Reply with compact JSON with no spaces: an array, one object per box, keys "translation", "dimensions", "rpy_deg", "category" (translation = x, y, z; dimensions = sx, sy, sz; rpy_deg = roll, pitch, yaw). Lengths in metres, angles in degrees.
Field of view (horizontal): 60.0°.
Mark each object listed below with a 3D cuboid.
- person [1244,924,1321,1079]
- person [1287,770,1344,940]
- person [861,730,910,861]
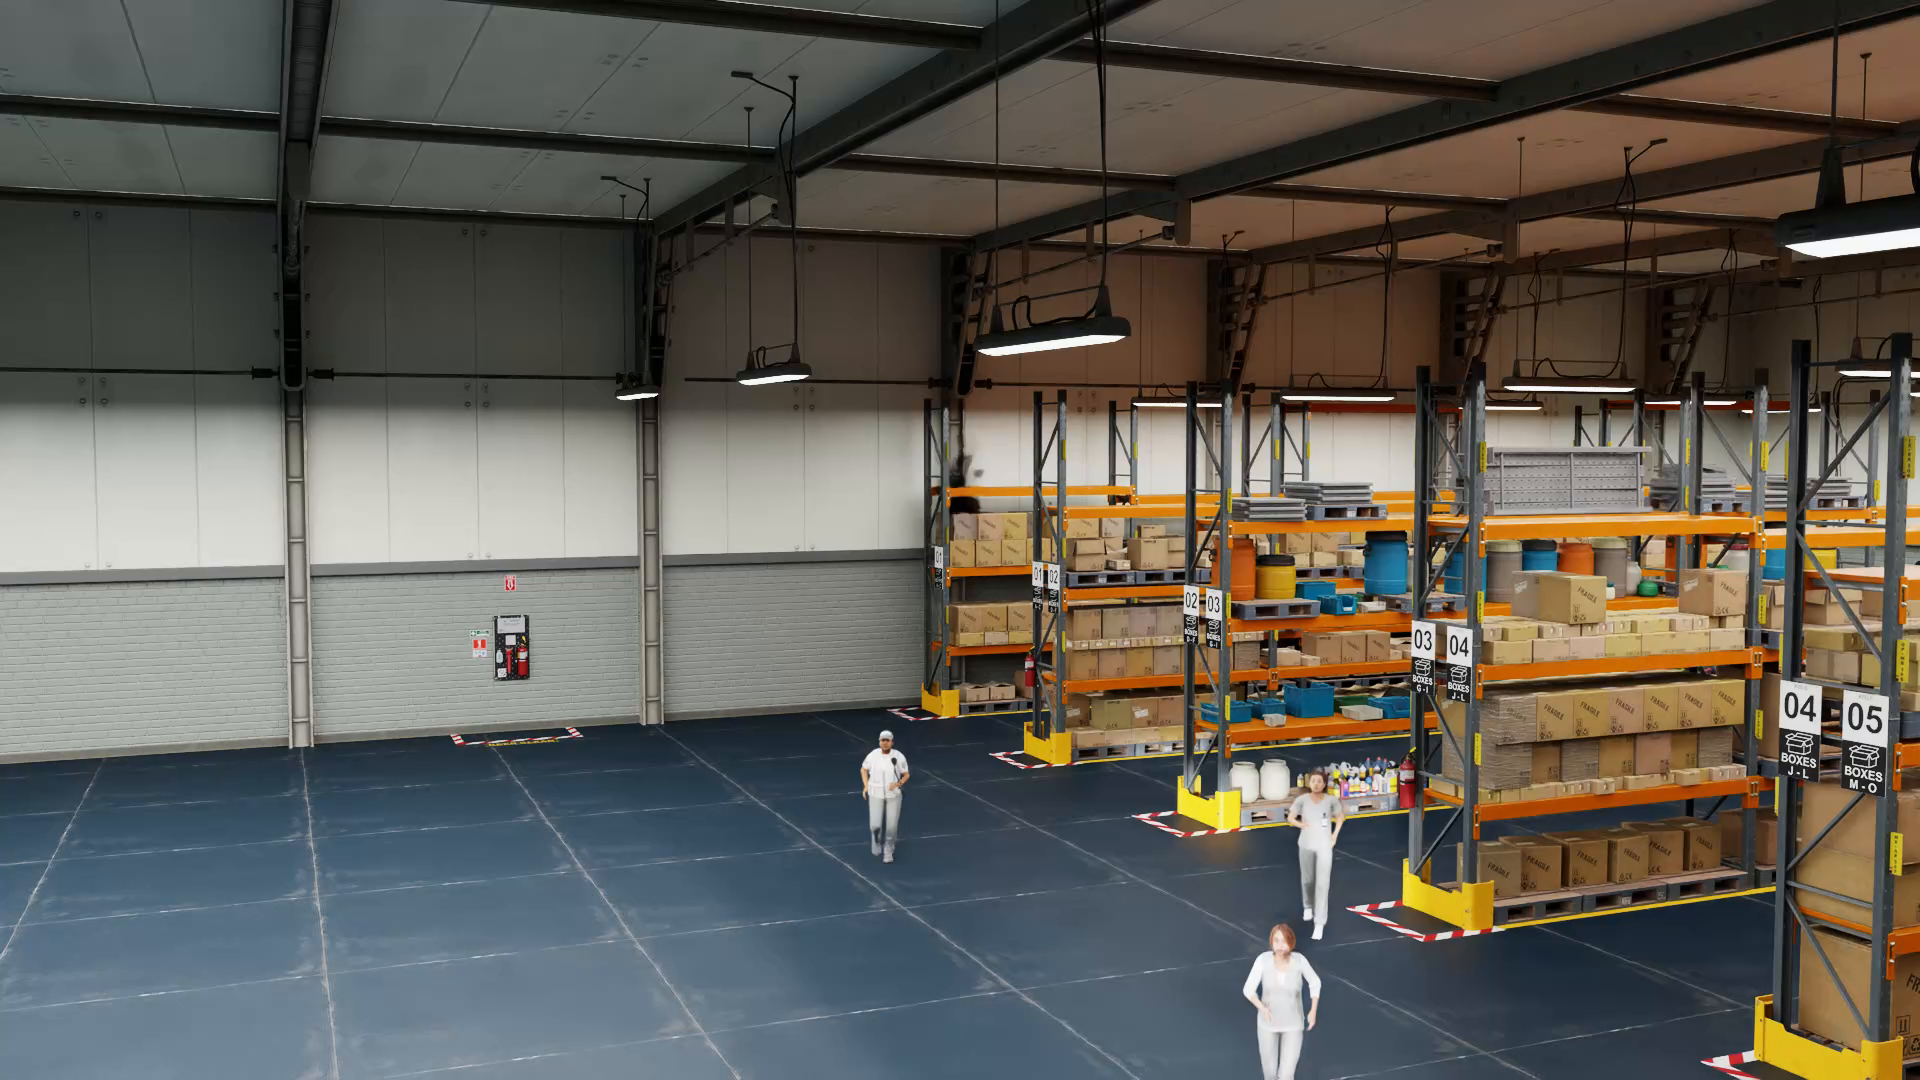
[{"translation":[2.399,3.636,12.394],"dimensions":[0.563,1.611,0.773],"rpy_deg":[1,3,14],"category":"person"},{"translation":[3.743,3.275,17.572],"dimensions":[0.573,1.696,0.844],"rpy_deg":[1,4,18],"category":"person"},{"translation":[-0.921,3.149,20.376],"dimensions":[0.606,1.620,0.556],"rpy_deg":[0,3,-1],"category":"person"}]
